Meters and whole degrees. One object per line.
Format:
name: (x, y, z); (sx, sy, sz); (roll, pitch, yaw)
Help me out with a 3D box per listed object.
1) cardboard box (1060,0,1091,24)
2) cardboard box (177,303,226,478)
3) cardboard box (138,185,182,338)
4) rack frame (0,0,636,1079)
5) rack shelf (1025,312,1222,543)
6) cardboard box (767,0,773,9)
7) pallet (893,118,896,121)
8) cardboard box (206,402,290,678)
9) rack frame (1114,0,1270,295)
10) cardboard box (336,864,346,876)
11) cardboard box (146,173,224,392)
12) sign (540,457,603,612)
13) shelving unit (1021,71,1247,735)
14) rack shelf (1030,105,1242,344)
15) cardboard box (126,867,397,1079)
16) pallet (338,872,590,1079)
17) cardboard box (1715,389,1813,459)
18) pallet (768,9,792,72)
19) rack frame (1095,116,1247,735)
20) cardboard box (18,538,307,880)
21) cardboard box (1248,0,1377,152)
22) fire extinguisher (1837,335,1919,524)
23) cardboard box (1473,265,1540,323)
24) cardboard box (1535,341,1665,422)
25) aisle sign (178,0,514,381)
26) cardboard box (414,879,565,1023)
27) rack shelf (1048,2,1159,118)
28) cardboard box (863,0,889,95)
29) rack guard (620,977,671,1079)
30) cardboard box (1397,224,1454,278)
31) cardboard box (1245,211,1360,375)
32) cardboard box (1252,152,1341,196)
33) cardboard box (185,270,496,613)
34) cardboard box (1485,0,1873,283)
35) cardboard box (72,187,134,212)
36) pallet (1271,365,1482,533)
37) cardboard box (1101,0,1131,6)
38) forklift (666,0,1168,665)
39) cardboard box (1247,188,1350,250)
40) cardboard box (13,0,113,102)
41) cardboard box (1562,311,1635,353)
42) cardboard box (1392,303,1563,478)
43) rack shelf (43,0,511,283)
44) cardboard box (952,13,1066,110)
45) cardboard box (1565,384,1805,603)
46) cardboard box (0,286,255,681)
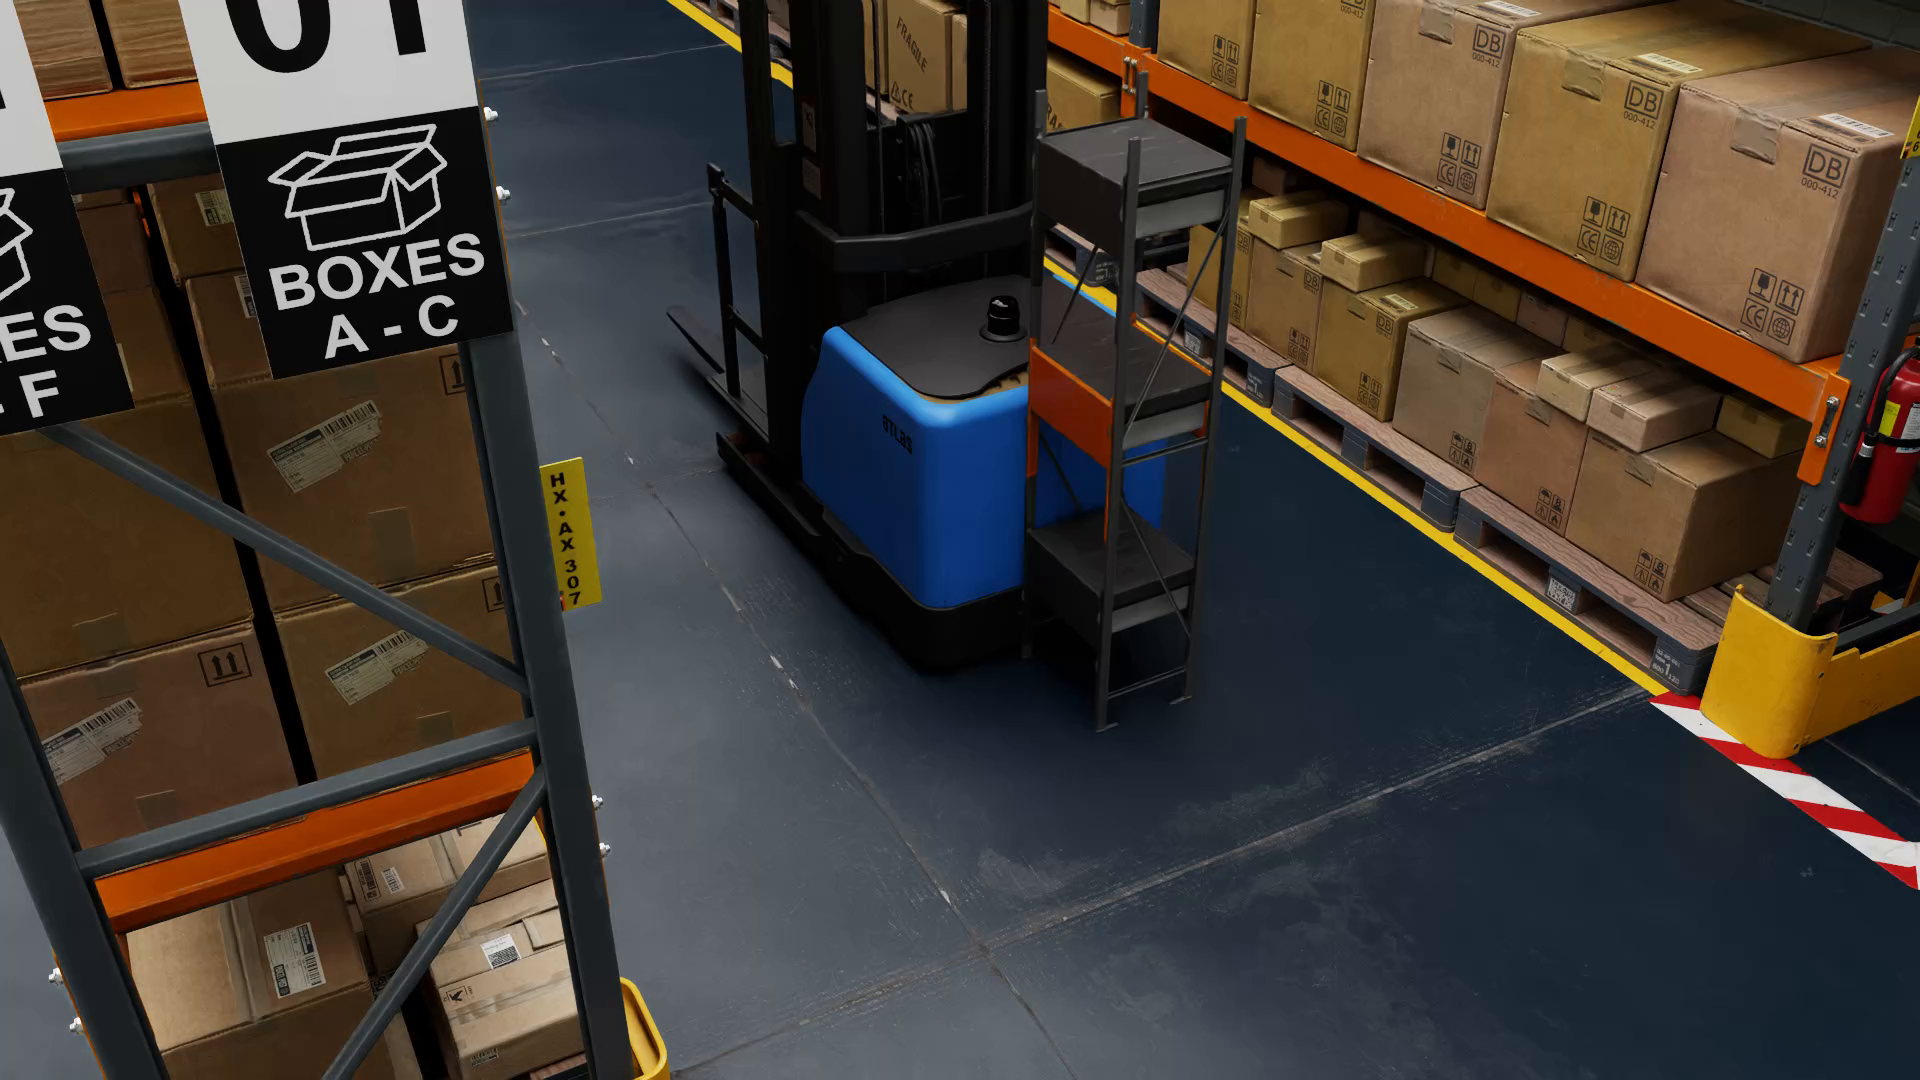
cardboard box: (0.739, -2.768, 8.504); (0.380, 0.149, 0.250); (-15, 36, -22)
cardboard box: (-1.912, -0.549, 4.733); (0.500, 0.500, 0.500); (-15, 36, -22)
cardboard box: (-2.394, -1.036, 5.493); (0.500, 0.500, 0.500); (-15, 36, -22)
rack frame: (-1.227, 0.495, 3.197); (0.949, 2.616, 0.053); (-16, 36, -23)
rack shelf: (0.522, -0.375, 5.414); (0.431, 0.518, 0.480); (-17, 36, -24)
cardboard box: (-1.099, -4.308, 12.603); (0.700, 0.500, 0.500); (-16, 36, -23)
pallet: (0.286, -2.419, 10.330); (1.003, 0.211, 1.213); (-16, 36, -23)
cardboard box: (-1.449, -0.069, 3.985); (0.500, 0.500, 0.500); (-16, 36, -24)
rack frame: (1.285, -2.661, 8.123); (1.000, 3.000, 0.127); (-16, 36, -23)
cardboard box: (-2.118, 0.810, 4.846); (0.500, 0.250, 0.500); (-16, 36, -23)
cardboard box: (-1.683, -0.733, 4.094); (0.500, 0.500, 0.500); (-15, 36, -22)
sign: (-0.750, -0.005, 3.175); (0.100, 0.325, 0.005); (-16, 36, -23)
shelving unit: (0.522, -0.387, 5.407); (0.431, 2.100, 0.503); (-17, 36, -24)
rack shelf: (0.522, -0.964, 5.037); (0.431, 0.518, 0.480); (-17, 36, -24)
cardboard box: (-1.702, 1.166, 4.060); (0.500, 0.500, 0.500); (-16, 36, -23)
pallet: (-1.638, 1.254, 4.598); (1.003, 0.211, 1.213); (-16, 36, -23)
cardboard box: (2.971, -0.449, 5.997); (0.380, 0.149, 0.250); (-16, 36, -23)
pallet: (-0.943, -3.769, 12.437); (1.003, 0.211, 1.213); (-16, 36, -23)
rack frame: (0.642, -0.272, 5.228); (0.400, 2.100, 0.015); (-17, 36, -24)
cardboard box: (-1.680, 0.308, 3.395); (0.500, 0.500, 0.500); (-15, 35, -22)
cardboard box: (1.859, -2.174, 7.085); (0.980, 0.700, 0.700); (-17, 36, -24)
fire extinguisher: (2.812, -0.374, 4.971); (0.296, 0.674, 0.183); (-16, 36, -23)
cardboard box: (2.378, -1.054, 6.940); (0.380, 0.149, 0.250); (-15, 36, -23)
cardboard box: (2.395, -0.596, 6.226); (0.380, 0.149, 0.250); (-15, 36, -22)
aisle sign: (-0.939, -0.640, 2.559); (0.394, 0.787, 0.004); (-16, 36, -23)
cardboard box: (-1.238, 1.098, 4.474); (0.380, 0.166, 0.250); (-16, 36, -23)
rack shelf: (0.353, -3.312, 9.807); (1.077, 0.370, 4.000); (-16, 36, -23)
cardboard box: (-0.353, -3.458, 10.970); (0.750, 0.750, 0.750); (-16, 36, -24)
rack guard: (-1.266, 1.512, 3.927); (1.175, 0.500, 0.348); (-16, 36, -23)
cardboard box: (2.139, -1.297, 7.321); (0.380, 0.149, 0.250); (-15, 36, -23)
cardboard box: (1.775, -1.162, 7.711); (0.700, 0.500, 0.500); (-16, 36, -24)
cardboard box: (1.651, -1.795, 8.097); (0.380, 0.149, 0.250); (-16, 36, -23)
cardboard box: (-1.204, -0.245, 3.333); (0.500, 0.500, 0.500); (-15, 35, -22)
cardboard box: (2.555, -1.464, 5.976); (0.980, 0.700, 0.700); (-16, 36, -23)
cardboard box: (-2.163, -0.598, 3.883); (0.500, 0.500, 0.500); (-15, 36, -22)
pallet: (2.143, -0.521, 7.368); (1.003, 0.211, 1.213); (-16, 36, -23)
cardboard box: (0.847, -2.994, 8.255); (0.500, 0.500, 0.500); (-16, 36, -24)
forklift: (-0.396, -1.556, 6.462); (1.130, 2.935, 3.031); (-17, 36, -24)
cardboard box: (1.542, -1.466, 7.585); (0.380, 0.149, 0.250); (-15, 35, -22)
cardboard box: (-1.703, -0.883, 2.706); (0.500, 0.250, 0.500); (-16, 36, -23)
cardboard box: (2.618, -0.810, 6.560); (0.380, 0.149, 0.250); (-16, 36, -23)
cardboard box: (2.267, -0.664, 6.933); (0.700, 0.500, 0.500); (-17, 36, -25)
rack shelf: (-2.163, -1.419, 4.070); (1.077, 0.370, 4.000); (-16, 36, -23)
cardboard box: (0.450, -2.633, 9.683); (0.750, 0.750, 0.750); (-15, 35, -22)
cardboard box: (2.736, -0.185, 6.186); (0.700, 0.500, 0.500); (-16, 36, -23)
cardboard box: (-1.681, -0.111, 3.122); (0.500, 0.500, 0.500); (-16, 36, -24)
